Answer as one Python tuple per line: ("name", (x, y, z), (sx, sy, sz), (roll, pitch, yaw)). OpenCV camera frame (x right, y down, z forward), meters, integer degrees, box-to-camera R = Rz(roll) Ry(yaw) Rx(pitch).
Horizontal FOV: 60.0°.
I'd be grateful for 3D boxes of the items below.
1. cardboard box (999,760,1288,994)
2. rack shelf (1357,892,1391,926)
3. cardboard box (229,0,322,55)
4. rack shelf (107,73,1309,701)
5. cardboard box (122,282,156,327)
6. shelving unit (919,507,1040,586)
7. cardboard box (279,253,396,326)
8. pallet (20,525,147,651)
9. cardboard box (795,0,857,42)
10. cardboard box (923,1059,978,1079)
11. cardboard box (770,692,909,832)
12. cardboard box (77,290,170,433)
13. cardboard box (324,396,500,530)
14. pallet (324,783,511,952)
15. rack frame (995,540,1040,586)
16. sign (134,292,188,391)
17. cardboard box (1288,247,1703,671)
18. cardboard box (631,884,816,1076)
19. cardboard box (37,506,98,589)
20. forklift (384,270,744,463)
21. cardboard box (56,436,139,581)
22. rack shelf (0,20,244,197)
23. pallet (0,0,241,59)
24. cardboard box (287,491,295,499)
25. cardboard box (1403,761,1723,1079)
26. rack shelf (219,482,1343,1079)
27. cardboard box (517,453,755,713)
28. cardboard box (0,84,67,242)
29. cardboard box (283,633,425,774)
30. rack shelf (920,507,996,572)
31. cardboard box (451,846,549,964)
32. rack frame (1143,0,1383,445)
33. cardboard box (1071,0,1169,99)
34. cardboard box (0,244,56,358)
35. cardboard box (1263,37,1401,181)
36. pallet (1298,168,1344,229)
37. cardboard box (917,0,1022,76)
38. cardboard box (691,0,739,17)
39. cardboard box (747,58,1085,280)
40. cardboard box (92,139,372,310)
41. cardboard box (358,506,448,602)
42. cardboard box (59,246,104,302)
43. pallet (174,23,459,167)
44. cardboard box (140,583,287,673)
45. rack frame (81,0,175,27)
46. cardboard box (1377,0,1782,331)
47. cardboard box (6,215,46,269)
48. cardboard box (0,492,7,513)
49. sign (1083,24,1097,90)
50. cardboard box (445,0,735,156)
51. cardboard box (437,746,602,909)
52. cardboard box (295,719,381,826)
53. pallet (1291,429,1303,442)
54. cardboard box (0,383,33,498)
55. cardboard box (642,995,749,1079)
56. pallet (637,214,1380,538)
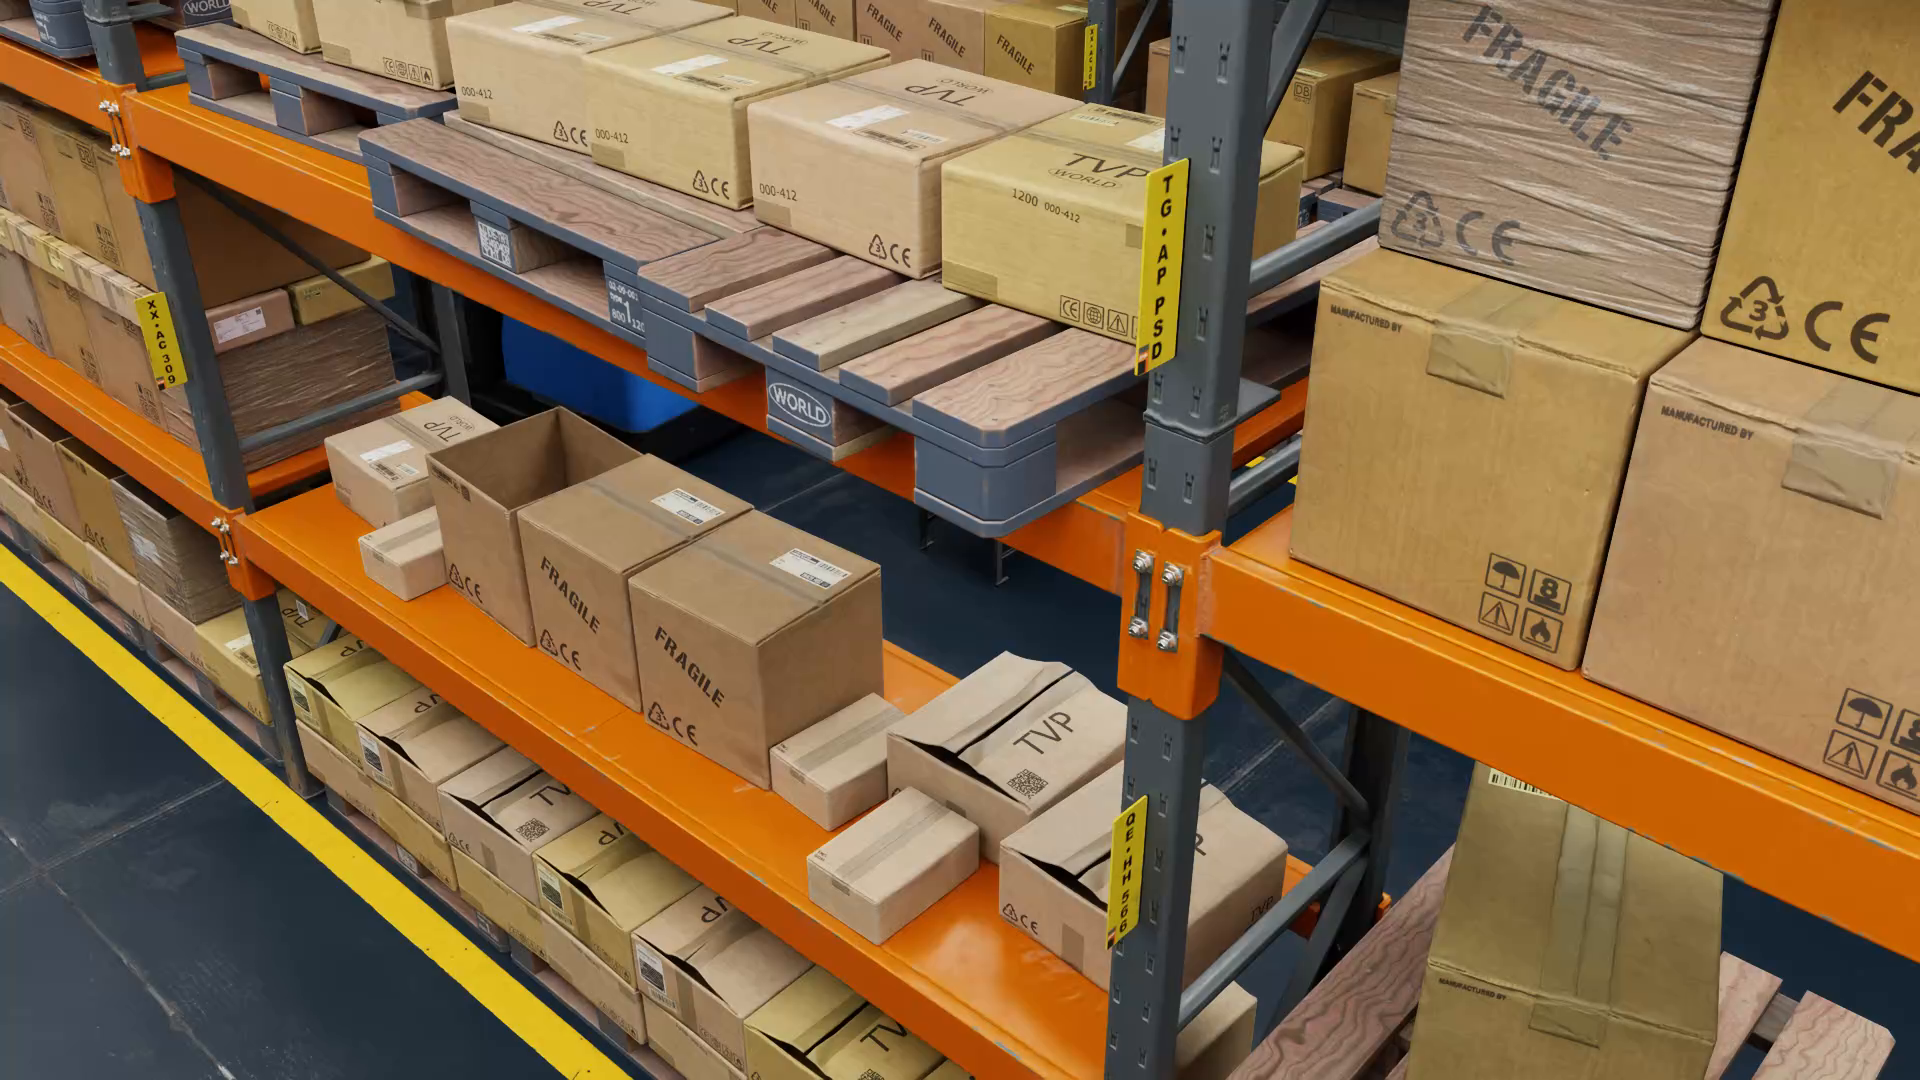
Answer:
("cardboard box", (0.446, 0.814, 4.077), (0.500, 0.311, 0.500), (-27, 40, -37))
("rack shelf", (2.169, 1.918, 2.853), (4.000, 0.370, 1.077), (25, 39, 35))
("cardboard box", (-1.829, -1.650, 4.913), (0.500, 0.250, 0.500), (-25, 39, -35))
("rack shelf", (-0.797, -0.751, 4.379), (4.000, 0.370, 1.077), (25, 39, 35))
("cardboard box", (-2.807, -0.886, 6.087), (0.250, 0.149, 0.380), (24, 39, 34))
("shelving unit", (0.123, -0.842, 7.613), (0.503, 2.100, 0.431), (25, 39, 35))
("cardboard box", (-2.349, -0.954, 6.201), (0.250, 0.149, 0.380), (25, 39, 35))
("pallet", (-3.750, 0.015, 8.021), (1.213, 0.211, 1.003), (25, 39, 35))
("cardboard box", (-0.642, -3.202, 10.059), (0.500, 0.500, 0.500), (26, 40, 36))
("cardboard box", (0.132, 1.589, 4.418), (0.500, 0.311, 0.500), (26, 40, 36))
("cardboard box", (-0.297, 0.606, 4.579), (0.380, 0.149, 0.250), (-26, 40, -36))
("cardboard box", (-3.008, -0.840, 6.641), (0.500, 0.500, 0.700), (25, 39, 35))
("cardboard box", (-1.885, -0.248, 5.900), (0.500, 0.250, 0.500), (-27, 40, -37))
("pallet", (-1.707, 0.968, 6.437), (1.213, 0.211, 1.003), (25, 39, 35))
("rack frame", (0.304, -0.758, 7.473), (0.015, 2.100, 0.400), (25, 39, 35))
("sign", (-2.651, -0.658, 5.519), (0.005, 0.325, 0.100), (25, 39, 35))
("cardboard box", (1.032, -0.272, 2.788), (0.500, 0.500, 0.910), (25, 39, 35))
("cardboard box", (-0.630, 1.236, 5.004), (0.500, 0.311, 0.500), (25, 39, 35))
("cardboard box", (-3.886, -0.062, 7.704), (0.500, 0.250, 0.500), (25, 39, 35))
("forklift", (-2.523, -2.213, 9.084), (3.031, 2.935, 1.130), (22, 37, 32))
("cardboard box", (-3.506, -0.216, 7.232), (0.500, 0.500, 0.500), (25, 39, 35))
("rack shelf", (-3.763, -2.135, 6.678), (4.000, 0.370, 1.077), (25, 39, 35))
("pallet", (-2.929, -1.999, 5.840), (1.213, 0.211, 1.003), (25, 39, 35))
("cardboard box", (-2.789, -0.240, 7.272), (0.500, 0.500, 0.500), (25, 39, 35))
("cardboard box", (1.229, 0.870, 3.392), (0.500, 0.500, 0.700), (12, 33, 19))
("rack shelf", (-0.797, 0.534, 5.152), (4.000, 0.370, 1.077), (25, 39, 35))
("cardboard box", (-0.959, 0.118, 5.048), (0.500, 0.500, 0.500), (25, 39, 35))
("cardboard box", (-3.359, -1.564, 6.585), (0.500, 0.500, 0.700), (25, 39, 35))
("cardboard box", (-2.140, 0.530, 6.177), (0.500, 0.311, 0.500), (25, 39, 35))
("rack shelf", (0.123, -0.231, 7.981), (0.480, 0.518, 0.431), (25, 39, 35))
("cardboard box", (-1.383, 1.122, 5.737), (0.500, 0.250, 0.500), (24, 38, 34))
("rack frame", (0.686, -1.652, 2.270), (0.127, 3.000, 1.000), (25, 39, 35))
("cardboard box", (0.833, -2.870, 9.508), (0.500, 0.500, 0.500), (24, 38, 34))
("cardboard box", (-3.758, -1.192, 7.225), (0.500, 0.500, 0.700), (26, 40, 36))
("cardboard box", (1.806, -2.208, 8.486), (0.700, 0.500, 0.500), (-25, 39, -35))
("pallet", (1.511, -1.960, 8.783), (1.213, 0.211, 1.003), (25, 39, 35))
("cardboard box", (0.110, -2.843, 9.464), (0.500, 0.500, 0.500), (25, 39, 35))
("cardboard box", (-1.412, -3.557, 10.649), (0.500, 0.500, 0.500), (25, 39, 35))
("cardboard box", (-0.089, -0.793, 3.489), (0.500, 0.250, 0.500), (26, 40, 36))
("cardboard box", (-2.613, -1.216, 6.007), (0.500, 0.500, 0.700), (25, 39, 35))
("cardboard box", (-1.760, 0.026, 5.542), (0.250, 0.149, 0.380), (25, 39, 35))
("cardboard box", (-3.198, -1.066, 6.386), (0.250, 0.149, 0.380), (25, 39, 35))
("pallet", (-1.617, -1.369, 4.893), (1.217, 0.209, 0.805), (23, 38, 33))
("cardboard box", (-3.134, 0.278, 7.139), (0.500, 0.250, 0.500), (25, 39, 35))
("rack frame", (-2.280, -3.037, 4.569), (0.127, 3.000, 1.000), (25, 39, 35))
("cardboard box", (1.005, -0.685, 2.505), (0.500, 0.500, 0.500), (25, 39, 35))
("cardboard box", (-3.565, -1.239, 6.675), (0.250, 0.149, 0.380), (26, 40, 36))
("cardboard box", (-4.624, -0.410, 8.282), (0.500, 0.250, 0.500), (25, 39, 35))
("sign", (0.683, -2.523, 8.693), (0.005, 0.325, 0.100), (25, 39, 35))
("cardboard box", (-0.903, -1.182, 4.135), (0.500, 0.250, 0.500), (21, 37, 31))
("cardboard box", (-1.388, 0.884, 5.589), (0.500, 0.311, 0.500), (24, 38, 34))
("cardboard box", (-2.147, 0.766, 6.328), (0.500, 0.250, 0.500), (24, 38, 34))
("pallet", (2.529, -0.476, 8.836), (1.213, 0.211, 1.003), (25, 39, 35))
("cardboard box", (-4.246, -0.563, 7.808), (0.500, 0.500, 0.500), (25, 39, 35))
("cardboard box", (-0.623, 1.475, 5.150), (0.500, 0.250, 0.500), (26, 40, 36))
("pallet", (0.123, -0.487, 3.425), (1.003, 0.211, 1.213), (27, 40, 37))
